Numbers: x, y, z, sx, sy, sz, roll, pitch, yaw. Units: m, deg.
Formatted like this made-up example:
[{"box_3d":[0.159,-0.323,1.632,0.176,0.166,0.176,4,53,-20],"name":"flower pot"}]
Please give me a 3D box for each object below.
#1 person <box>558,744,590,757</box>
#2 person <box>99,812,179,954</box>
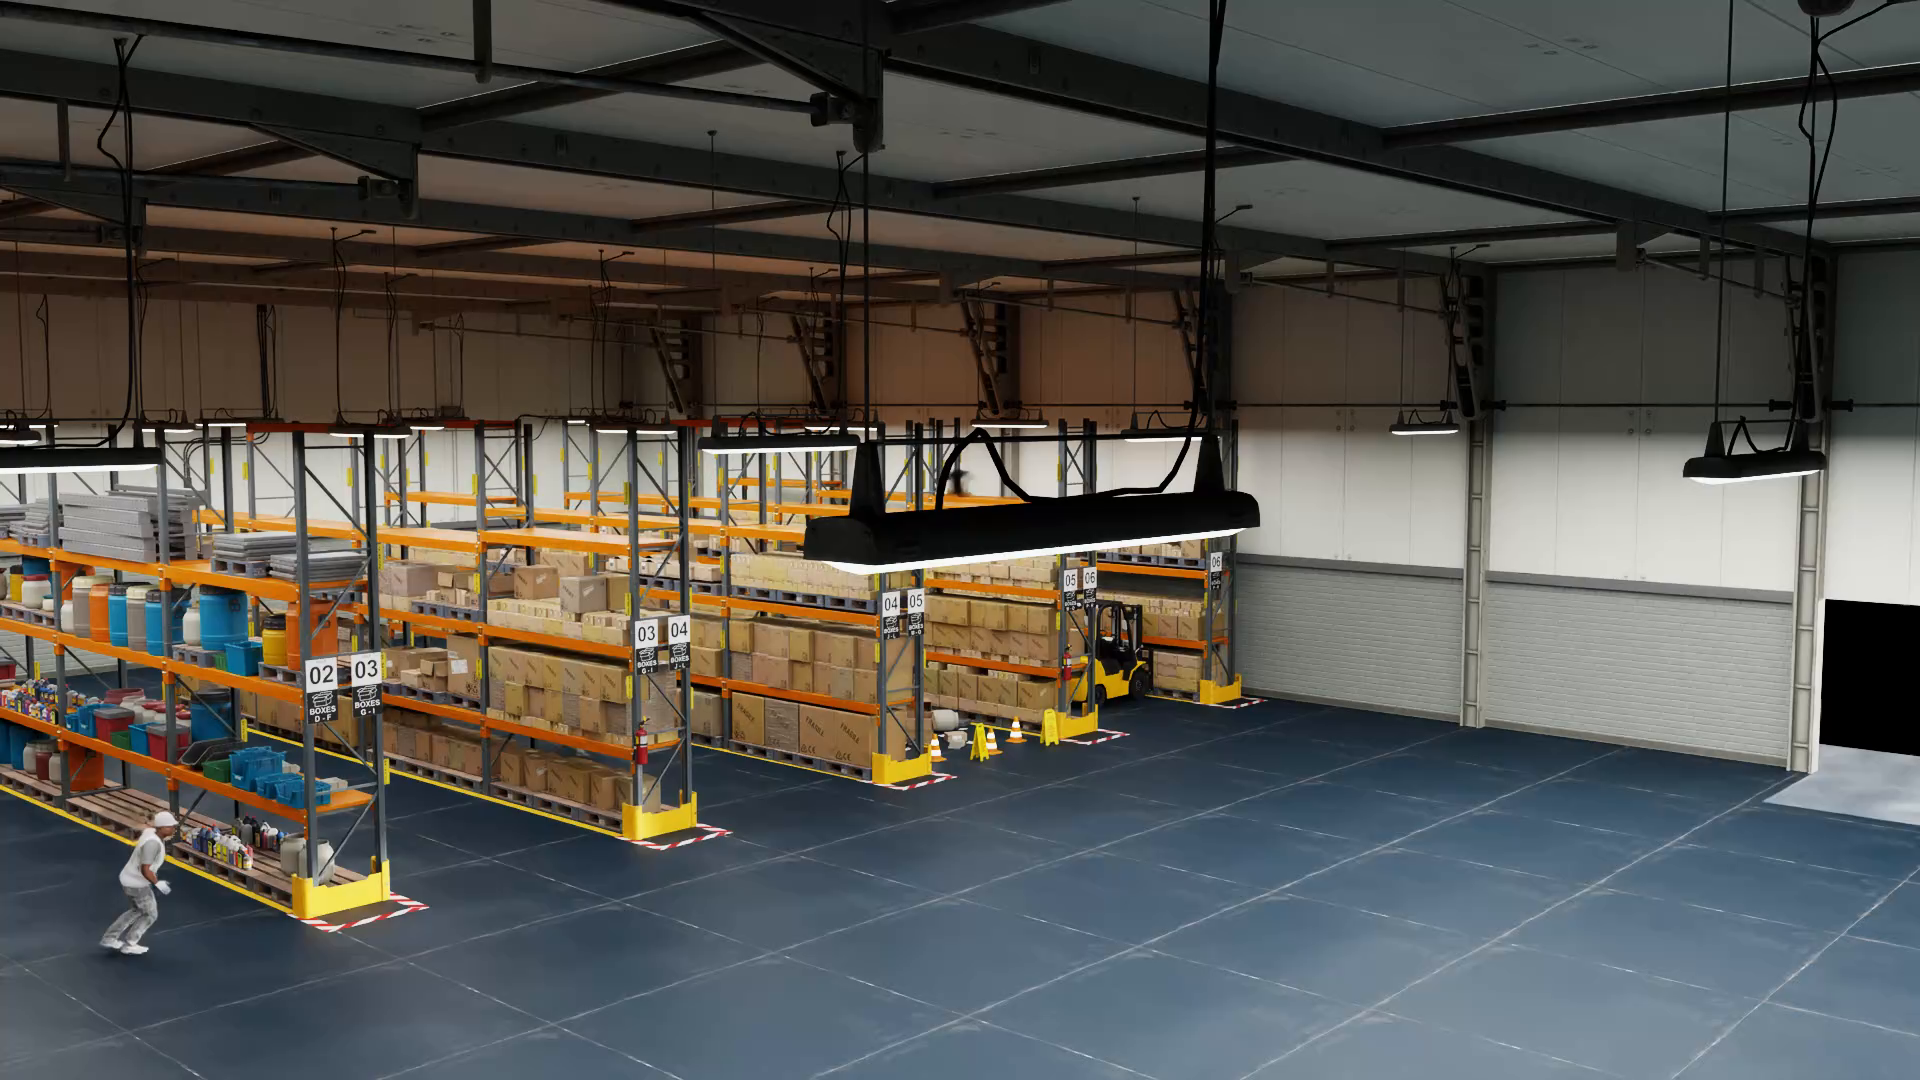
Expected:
[{"box_3d":[-6.945,3.094,29.890,0.642,1.621,0.616,2,5,21],"name":"person"},{"box_3d":[-9.413,3.945,19.074,0.852,1.652,0.677,-3,5,-31],"name":"person"}]
